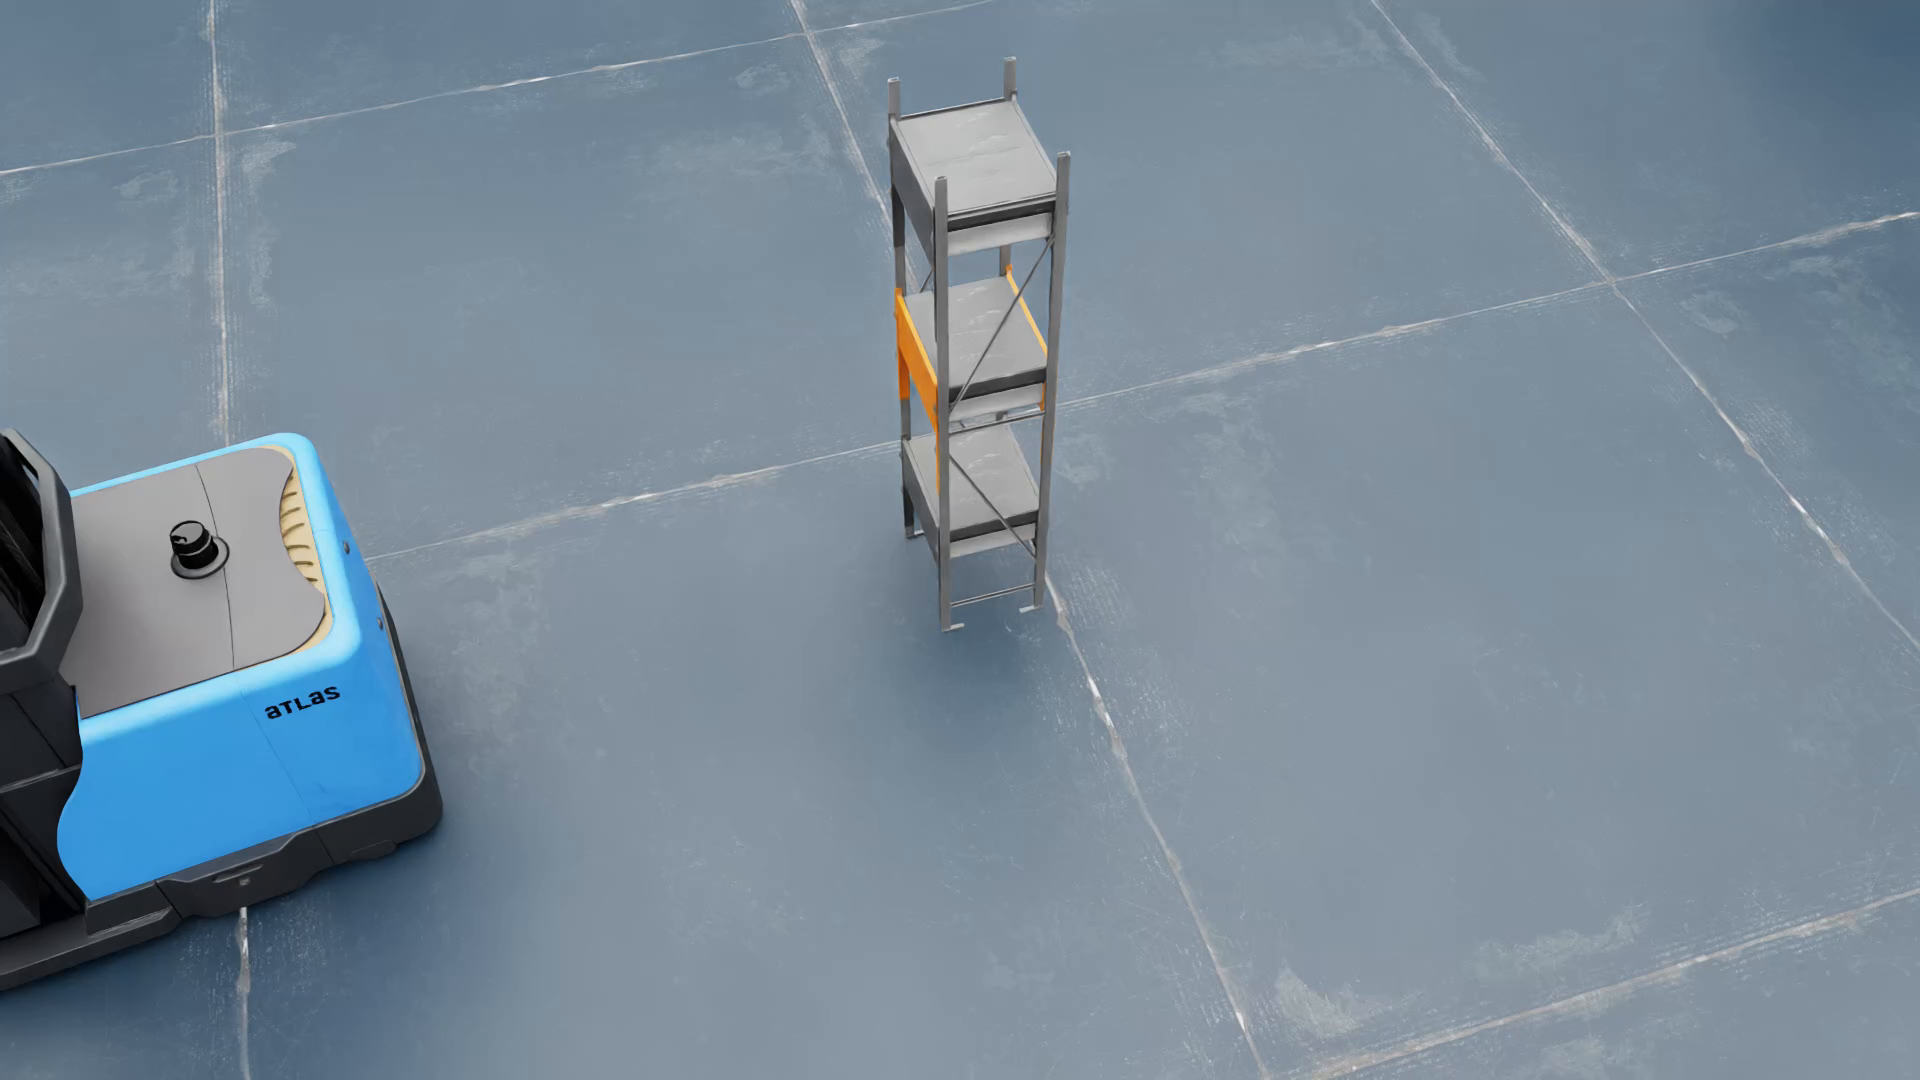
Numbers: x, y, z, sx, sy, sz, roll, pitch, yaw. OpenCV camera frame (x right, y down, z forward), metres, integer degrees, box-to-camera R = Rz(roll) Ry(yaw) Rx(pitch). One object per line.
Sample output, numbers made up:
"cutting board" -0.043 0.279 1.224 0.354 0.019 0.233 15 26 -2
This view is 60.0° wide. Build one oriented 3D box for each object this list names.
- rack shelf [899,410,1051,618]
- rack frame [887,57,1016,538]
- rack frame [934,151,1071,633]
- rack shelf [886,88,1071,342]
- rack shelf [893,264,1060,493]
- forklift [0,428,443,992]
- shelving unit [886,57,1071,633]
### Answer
"rack shelf" 0.049 -0.096 6.181 0.431 0.518 0.480 -13 51 -11
"rack frame" -0.023 -0.734 5.785 0.400 2.100 0.015 -13 51 -11
"rack frame" 0.121 -0.378 5.485 0.400 2.100 0.015 -13 51 -11
"rack shelf" 0.049 -0.998 5.110 0.431 0.518 0.480 -13 51 -11
"rack shelf" 0.049 -0.547 5.645 0.431 0.518 0.480 -13 51 -11
"forklift" -3.329 0.162 4.486 3.031 2.935 1.130 -18 52 -15
"shelving unit" 0.049 -0.556 5.635 0.431 2.100 0.503 -13 51 -11
